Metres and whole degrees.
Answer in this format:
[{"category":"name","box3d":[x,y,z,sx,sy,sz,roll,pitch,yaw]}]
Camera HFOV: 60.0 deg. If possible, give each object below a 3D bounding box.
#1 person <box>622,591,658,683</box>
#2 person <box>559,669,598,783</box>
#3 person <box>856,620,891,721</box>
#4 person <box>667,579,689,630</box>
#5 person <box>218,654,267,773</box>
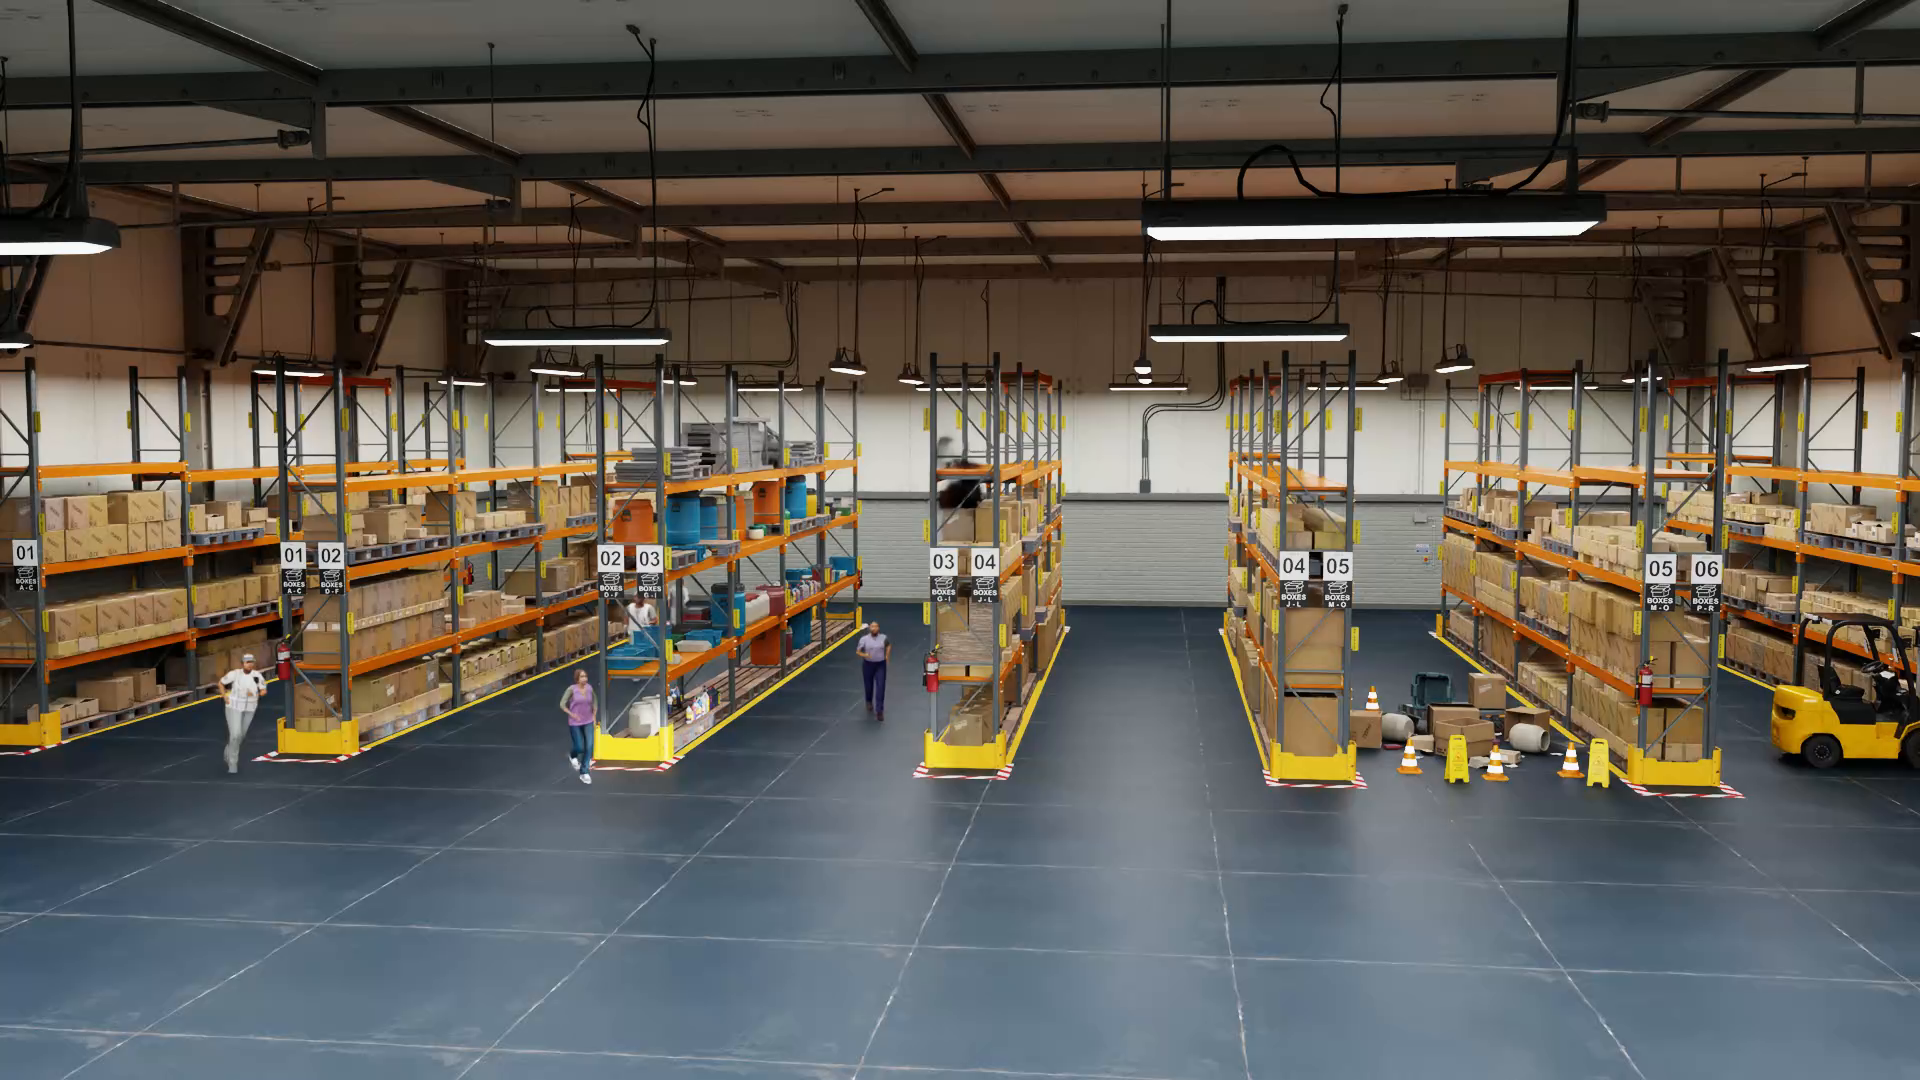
[{"category":"person","box3d":[-6.196,1.839,32.178,0.696,1.763,0.941,0,4,-2]},{"category":"person","box3d":[-5.328,2.583,23.316,0.577,1.584,0.660,-3,5,-32]},{"category":"person","box3d":[-1.449,2.179,28.131,0.606,1.646,0.925,-1,4,-8]},{"category":"person","box3d":[-6.270,1.591,36.920,0.505,1.597,0.667,0,4,-4]},{"category":"person","box3d":[-10.420,2.500,24.132,0.629,1.722,0.734,-4,6,-44]}]
